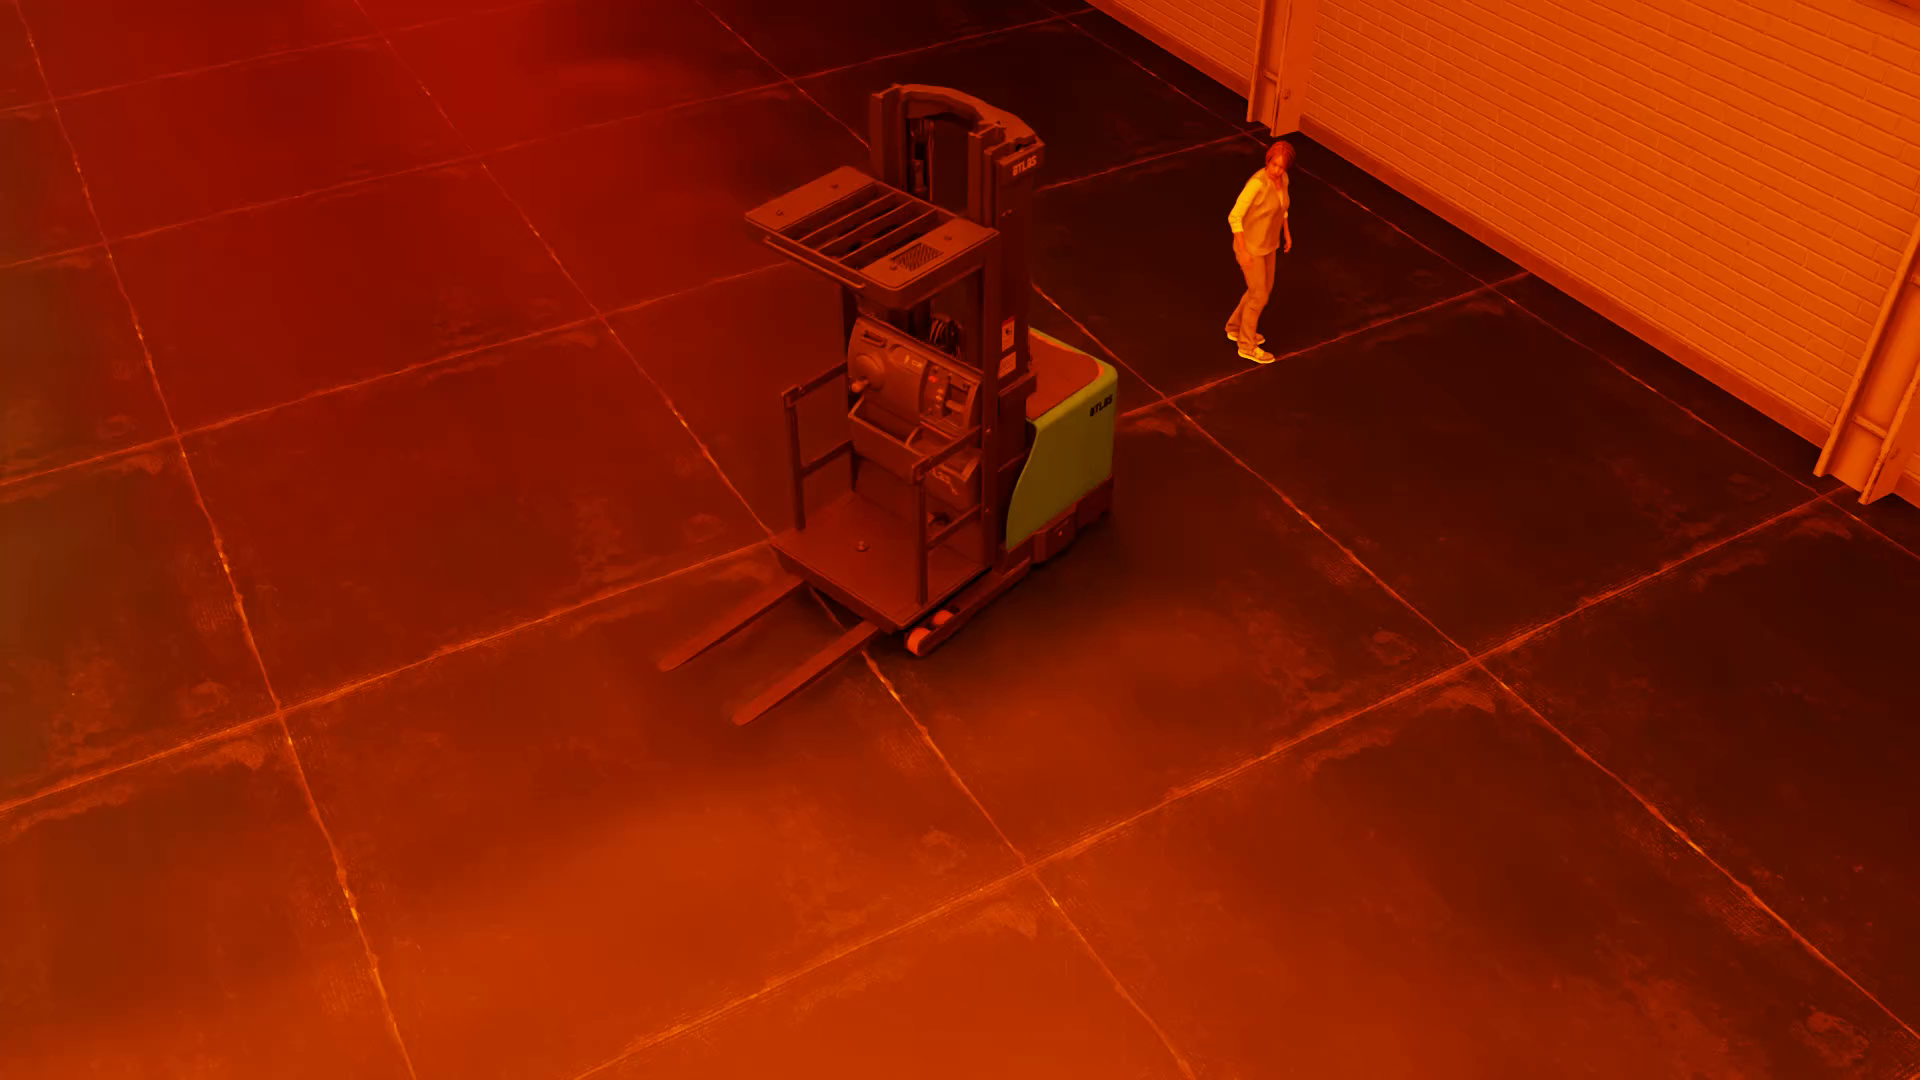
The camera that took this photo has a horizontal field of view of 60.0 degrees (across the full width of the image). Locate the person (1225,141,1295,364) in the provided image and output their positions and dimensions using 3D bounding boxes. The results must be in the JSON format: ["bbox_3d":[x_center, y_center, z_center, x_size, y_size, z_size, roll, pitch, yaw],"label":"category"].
[{"bbox_3d":[2.121,-2.008,11.521,0.453,1.580,0.622,23,45,25],"label":"person"}]

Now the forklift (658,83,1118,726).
[{"bbox_3d":[-0.403,-0.831,9.039,1.130,2.935,3.031,30,48,31],"label":"forklift"}]
